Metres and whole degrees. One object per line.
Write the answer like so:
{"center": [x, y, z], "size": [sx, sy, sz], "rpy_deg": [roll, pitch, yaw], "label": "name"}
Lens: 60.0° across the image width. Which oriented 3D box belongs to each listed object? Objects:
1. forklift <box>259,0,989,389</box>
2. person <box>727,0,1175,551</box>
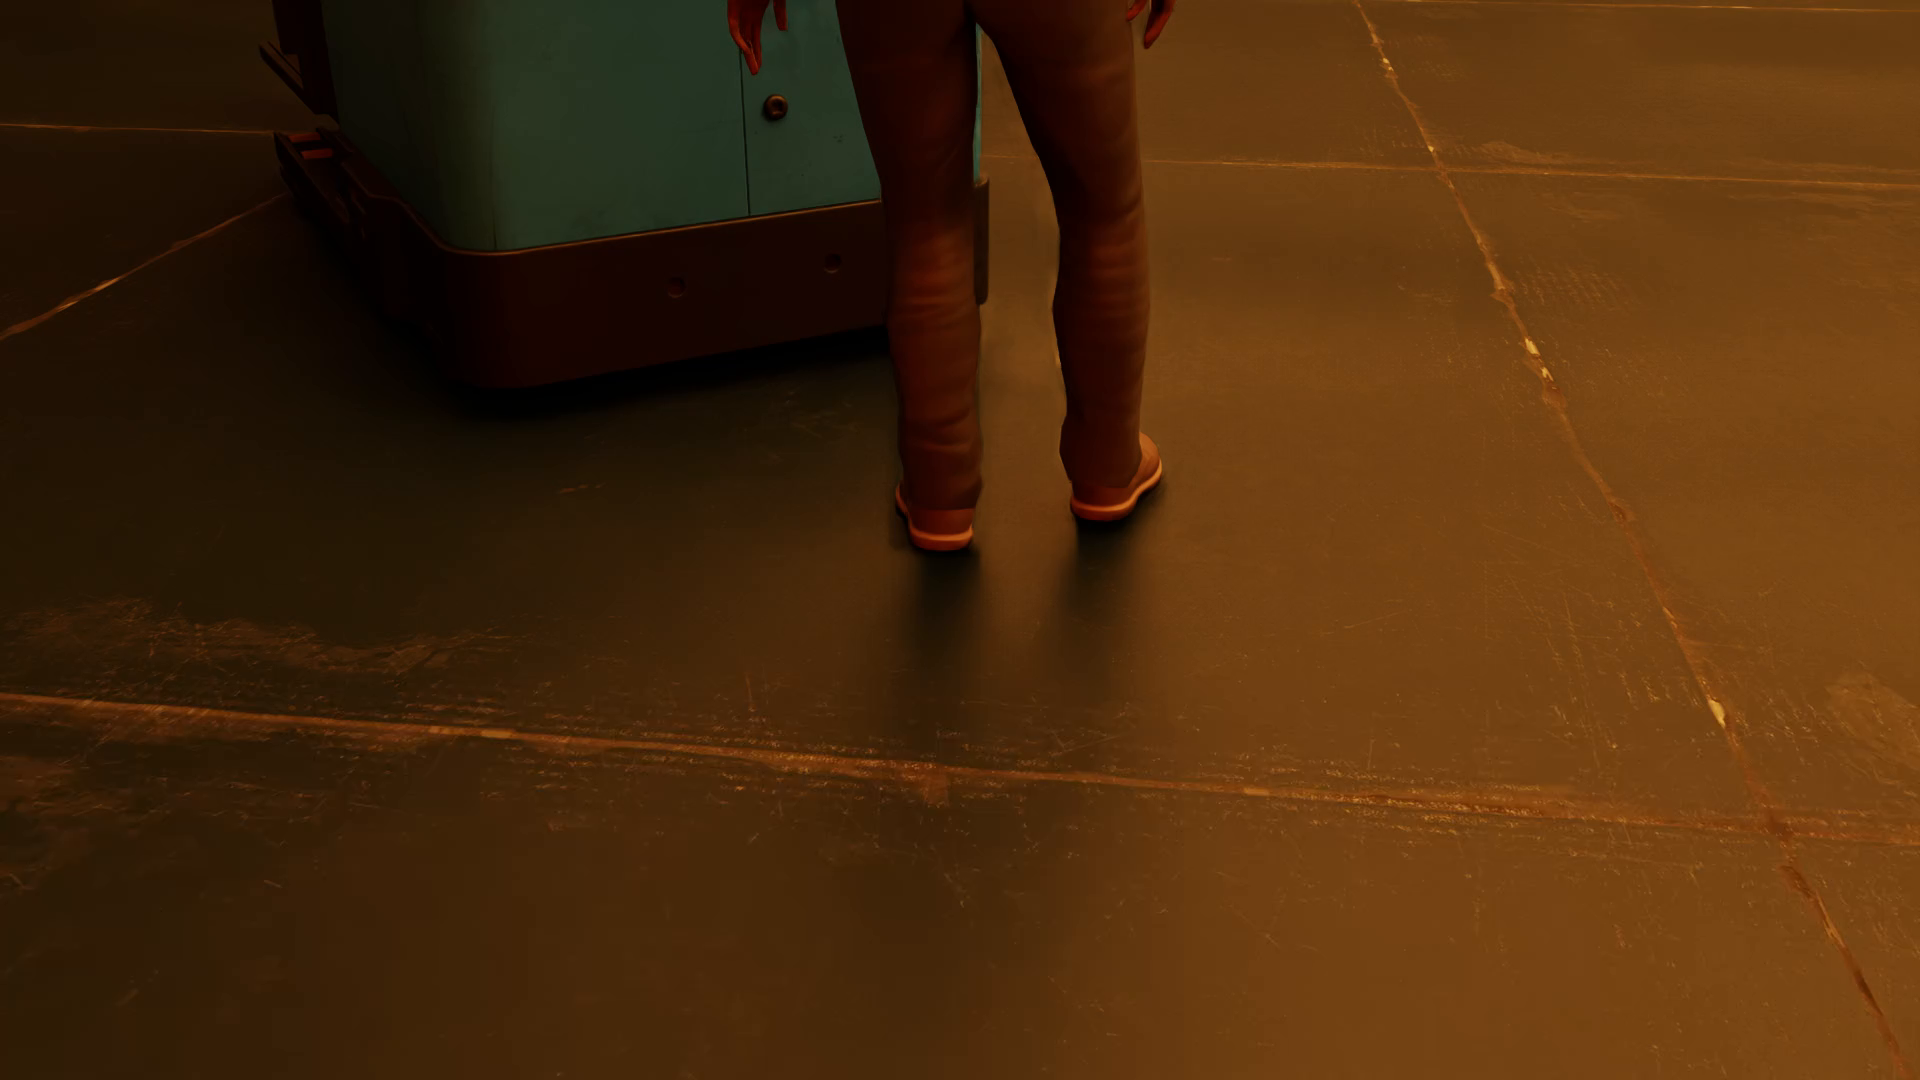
{"center": [-1.091, -2.194, 3.615], "size": [1.130, 2.935, 3.031], "rpy_deg": [-14, 30, -25], "label": "forklift"}
{"center": [-0.003, -0.779, 2.232], "size": [0.626, 1.650, 0.501], "rpy_deg": [3, 27, 7], "label": "person"}
